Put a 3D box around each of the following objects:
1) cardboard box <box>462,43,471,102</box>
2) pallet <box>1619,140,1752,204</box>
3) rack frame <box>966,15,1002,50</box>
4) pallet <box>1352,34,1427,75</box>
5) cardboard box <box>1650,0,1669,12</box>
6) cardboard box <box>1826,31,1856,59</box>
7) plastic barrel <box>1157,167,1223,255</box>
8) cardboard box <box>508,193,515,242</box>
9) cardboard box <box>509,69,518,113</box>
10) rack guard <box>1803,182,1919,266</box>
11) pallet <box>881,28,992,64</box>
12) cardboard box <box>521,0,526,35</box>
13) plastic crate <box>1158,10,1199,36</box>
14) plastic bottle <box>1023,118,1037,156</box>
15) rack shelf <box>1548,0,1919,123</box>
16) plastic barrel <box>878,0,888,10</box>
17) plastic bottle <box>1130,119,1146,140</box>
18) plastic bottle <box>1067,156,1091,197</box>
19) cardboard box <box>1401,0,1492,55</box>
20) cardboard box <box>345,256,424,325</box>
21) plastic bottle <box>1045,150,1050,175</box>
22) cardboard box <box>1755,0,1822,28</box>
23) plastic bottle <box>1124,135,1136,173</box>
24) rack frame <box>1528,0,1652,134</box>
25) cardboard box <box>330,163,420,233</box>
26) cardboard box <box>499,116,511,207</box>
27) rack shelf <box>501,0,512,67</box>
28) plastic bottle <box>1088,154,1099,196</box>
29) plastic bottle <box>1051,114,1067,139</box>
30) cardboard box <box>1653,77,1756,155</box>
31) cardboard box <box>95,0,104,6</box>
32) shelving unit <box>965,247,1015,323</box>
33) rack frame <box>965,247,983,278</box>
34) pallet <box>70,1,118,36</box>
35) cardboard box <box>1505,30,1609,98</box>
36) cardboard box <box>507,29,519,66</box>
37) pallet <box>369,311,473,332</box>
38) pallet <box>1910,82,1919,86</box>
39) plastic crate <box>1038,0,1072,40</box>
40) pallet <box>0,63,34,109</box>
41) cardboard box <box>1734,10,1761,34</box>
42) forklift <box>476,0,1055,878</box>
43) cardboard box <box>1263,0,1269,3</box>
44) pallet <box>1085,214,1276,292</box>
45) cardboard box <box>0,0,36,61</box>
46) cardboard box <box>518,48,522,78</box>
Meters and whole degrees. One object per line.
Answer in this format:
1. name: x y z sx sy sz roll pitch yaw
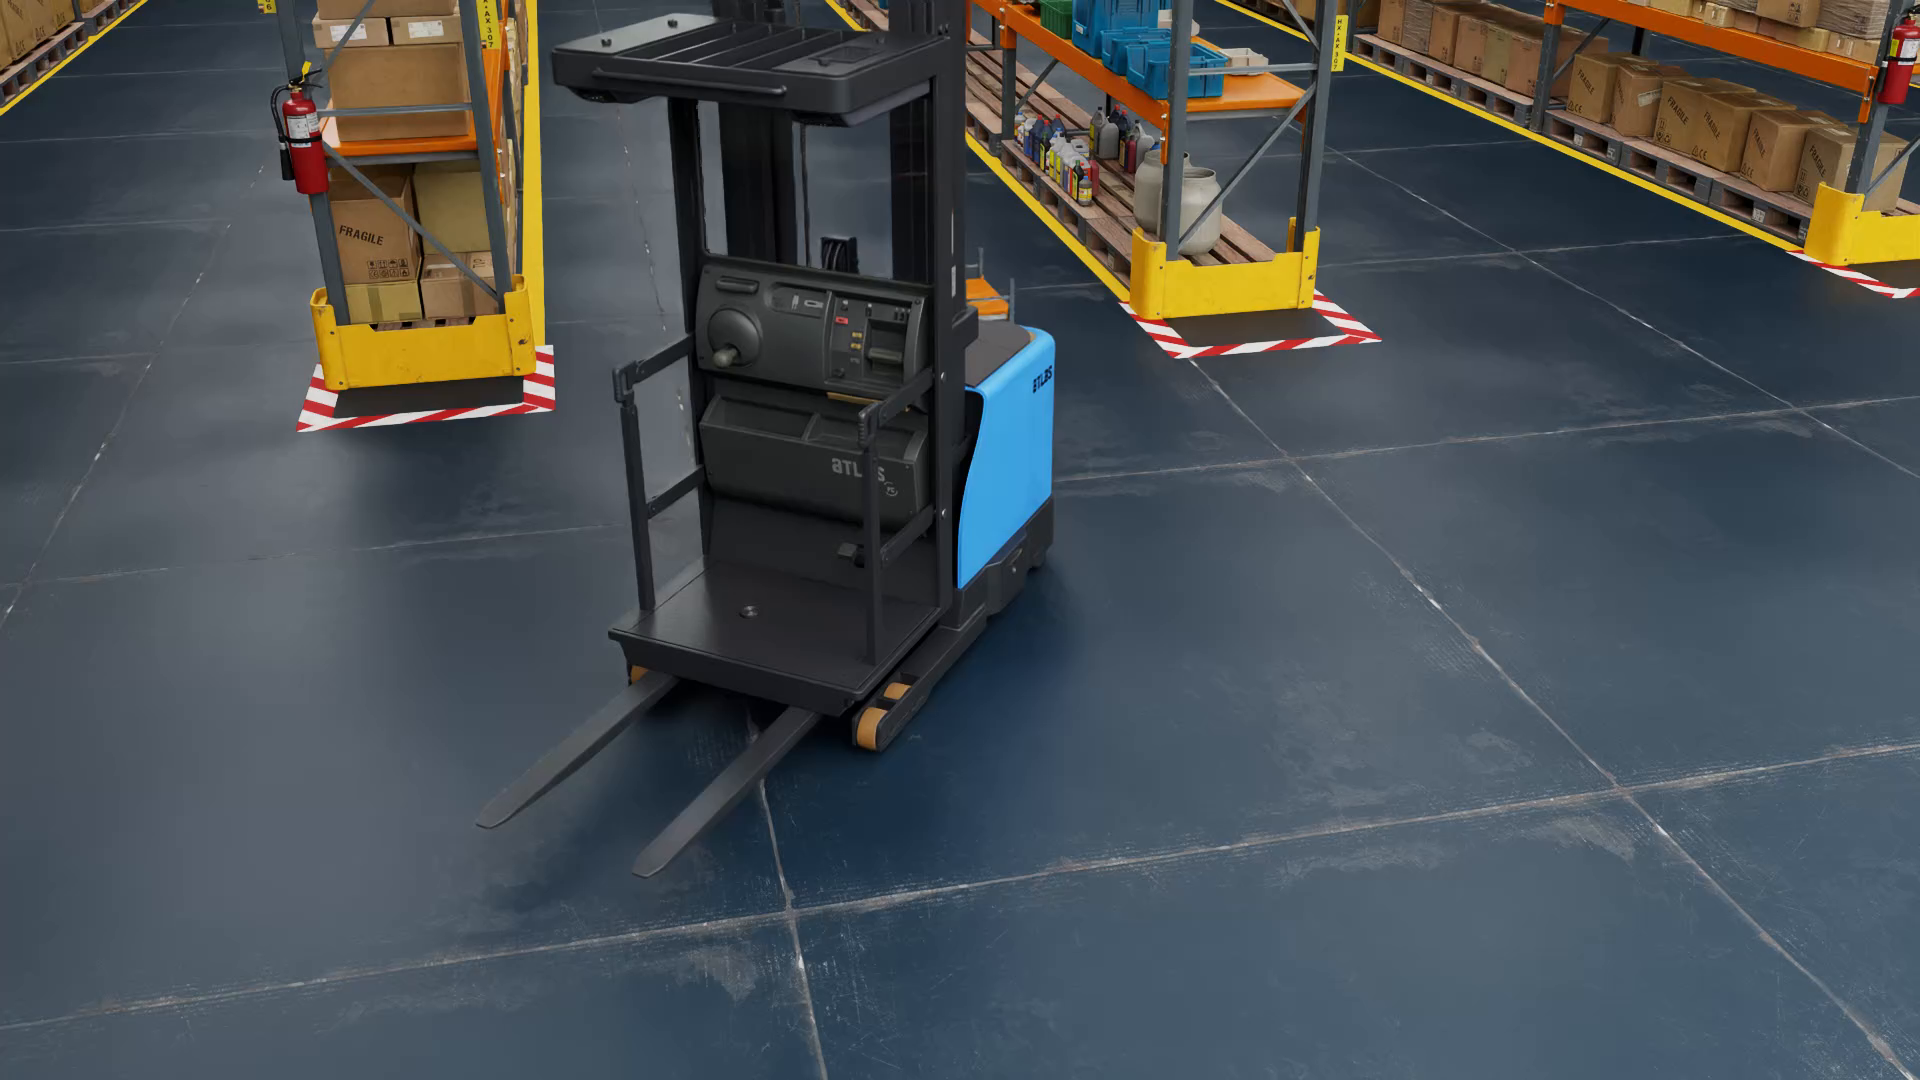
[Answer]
1. cardboard box: -3.292 -2.809 9.876 0.700 0.500 0.500 -5 27 -10
2. pallet: 6.139 -3.016 13.491 1.003 0.211 1.213 -6 27 -12
3. rack frame: -0.052 -6.342 16.985 1.000 3.000 0.127 -6 27 -12
4. pallet: 4.948 -5.257 17.930 1.003 0.211 1.213 -6 27 -12
5. cardboard box: 5.736 -4.305 13.230 0.380 0.149 0.250 -6 27 -12
6. cardboard box: 6.255 -3.434 11.504 0.380 0.149 0.250 -6 27 -12
7. plastic barrel: 1.528 -2.188 11.050 0.421 0.512 0.421 0 27 0
8. cardboard box: -3.316 -2.205 11.375 0.500 0.250 0.500 -6 27 -12
9. cardboard box: -3.935 -3.722 13.757 0.500 0.311 0.500 -6 27 -12
10. rack guard: 6.559 -2.250 11.653 1.175 0.500 0.348 -6 27 -12
11. pallet: -0.270 -5.439 18.291 1.003 0.211 1.213 -6 27 -12
12. cardboard box: -5.057 -5.828 18.254 0.500 0.500 0.500 -7 28 -13
13. plastic crate: 1.462 -3.781 12.204 0.530 0.136 0.437 -6 27 -12
14. plastic bottle: 0.594 -3.243 13.380 0.152 0.276 0.135 -5 27 -10
15. rack shelf: 6.126 -3.889 12.925 1.077 0.370 4.000 -6 27 -12
16. plastic barrel: -0.688 -6.797 19.750 0.600 0.901 0.708 -6 27 -12
17. plastic bottle: 1.392 -3.120 13.054 0.144 0.351 0.185 -6 27 -12
18. plastic bottle: 0.880 -2.685 12.276 0.152 0.276 0.135 -6 27 -11
19. cardboard box: 5.082 -5.391 17.387 0.700 0.500 0.500 -8 28 -16
20. cardboard box: -3.484 -1.494 9.966 0.500 0.250 0.500 -6 27 -12
21. plastic bottle: 0.711 -2.927 12.837 0.097 0.201 0.097 0 27 0
22. cardboard box: 6.250 -3.962 11.829 0.875 0.500 0.500 -6 27 -12
23. plastic bottle: 1.321 -3.007 12.905 0.061 0.283 0.133 -6 27 -12
24. rack frame: 5.675 -5.089 14.503 1.000 3.000 0.127 -6 27 -12
25. cardboard box: -3.726 -2.266 10.663 0.500 0.500 0.500 -6 27 -12
26. cardboard box: -3.315 -2.540 11.206 0.500 0.500 0.500 -6 27 -12
27. rack shelf: -4.428 -4.641 14.415 1.077 0.370 4.000 -6 27 -12
28. plastic bottle: 0.984 -2.700 12.296 0.061 0.283 0.133 -6 27 -12
29. plastic bottle: 0.768 -3.218 13.247 0.144 0.351 0.185 -6 27 -12
30. cardboard box: 6.079 -3.465 13.595 0.500 0.500 0.500 -8 28 -16
31. cardboard box: -10.784 -6.723 20.048 0.700 0.500 0.500 -6 27 -12
32. shelving unit: 0.057 -0.716 7.837 0.258 1.200 0.503 -7 28 -14
33. rack frame: -0.010 -0.822 8.047 0.240 1.200 0.015 -7 28 -14
34. pallet: -10.701 -6.189 19.777 1.003 0.211 1.213 -6 27 -12
35. cardboard box: 5.558 -4.441 15.505 0.700 0.500 0.500 -8 28 -16
36. cardboard box: -4.397 -4.618 15.534 0.500 0.311 0.500 -6 27 -12
37. pallet: -3.289 -1.415 10.319 1.003 0.211 1.213 -6 27 -12
38. pallet: 10.283 -4.634 16.697 1.003 0.211 1.213 -6 27 -12
39. plastic crate: 0.880 -3.866 12.316 0.450 0.188 0.662 -6 27 -12
40. pallet: -9.808 -4.445 16.321 1.003 0.211 1.213 -6 27 -12
41. cardboard box: 6.014 -3.872 12.370 0.380 0.149 0.250 -6 27 -12
42. forklift: -0.649 -0.742 5.967 1.130 2.935 3.031 12 29 22
43. cardboard box: 4.238 -7.168 20.515 1.225 0.875 0.875 -7 28 -13
44. pallet: 1.510 -1.971 11.420 1.003 0.211 1.213 -6 27 -12
45. cardboard box: -9.933 -5.285 16.811 0.750 0.750 0.750 -6 27 -12
46. cardboard box: -4.522 -4.594 16.108 0.500 0.250 0.500 -5 27 -10
